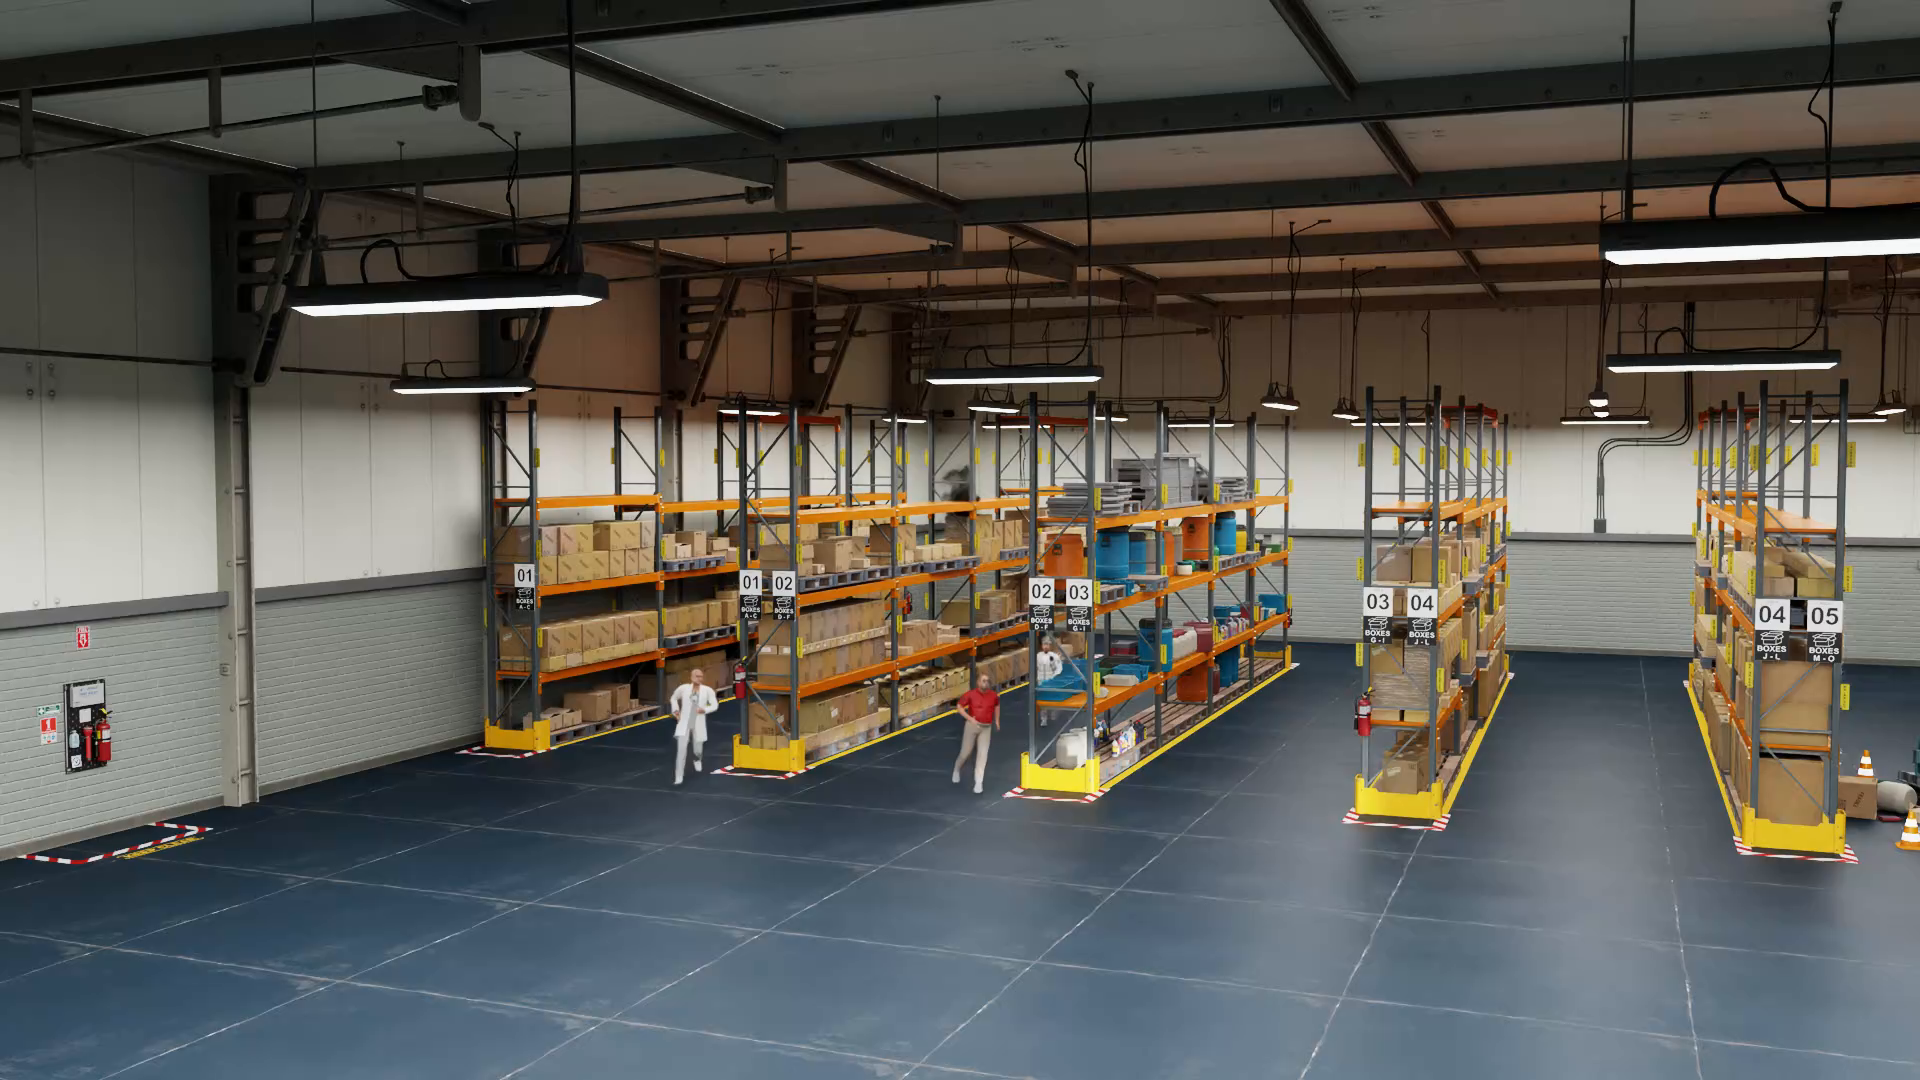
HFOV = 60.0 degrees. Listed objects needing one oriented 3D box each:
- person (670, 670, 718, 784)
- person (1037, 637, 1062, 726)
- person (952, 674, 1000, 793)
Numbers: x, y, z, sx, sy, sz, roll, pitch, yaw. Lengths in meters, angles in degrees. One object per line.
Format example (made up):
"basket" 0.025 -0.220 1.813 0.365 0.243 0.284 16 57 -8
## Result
"person" -4.148 2.884 25.947 0.739 1.734 0.871 -1 3 -10
"person" 1.620 2.634 31.129 0.615 1.647 0.589 1 3 16
"person" 0.295 2.897 25.255 0.736 1.716 0.962 -1 3 -12
